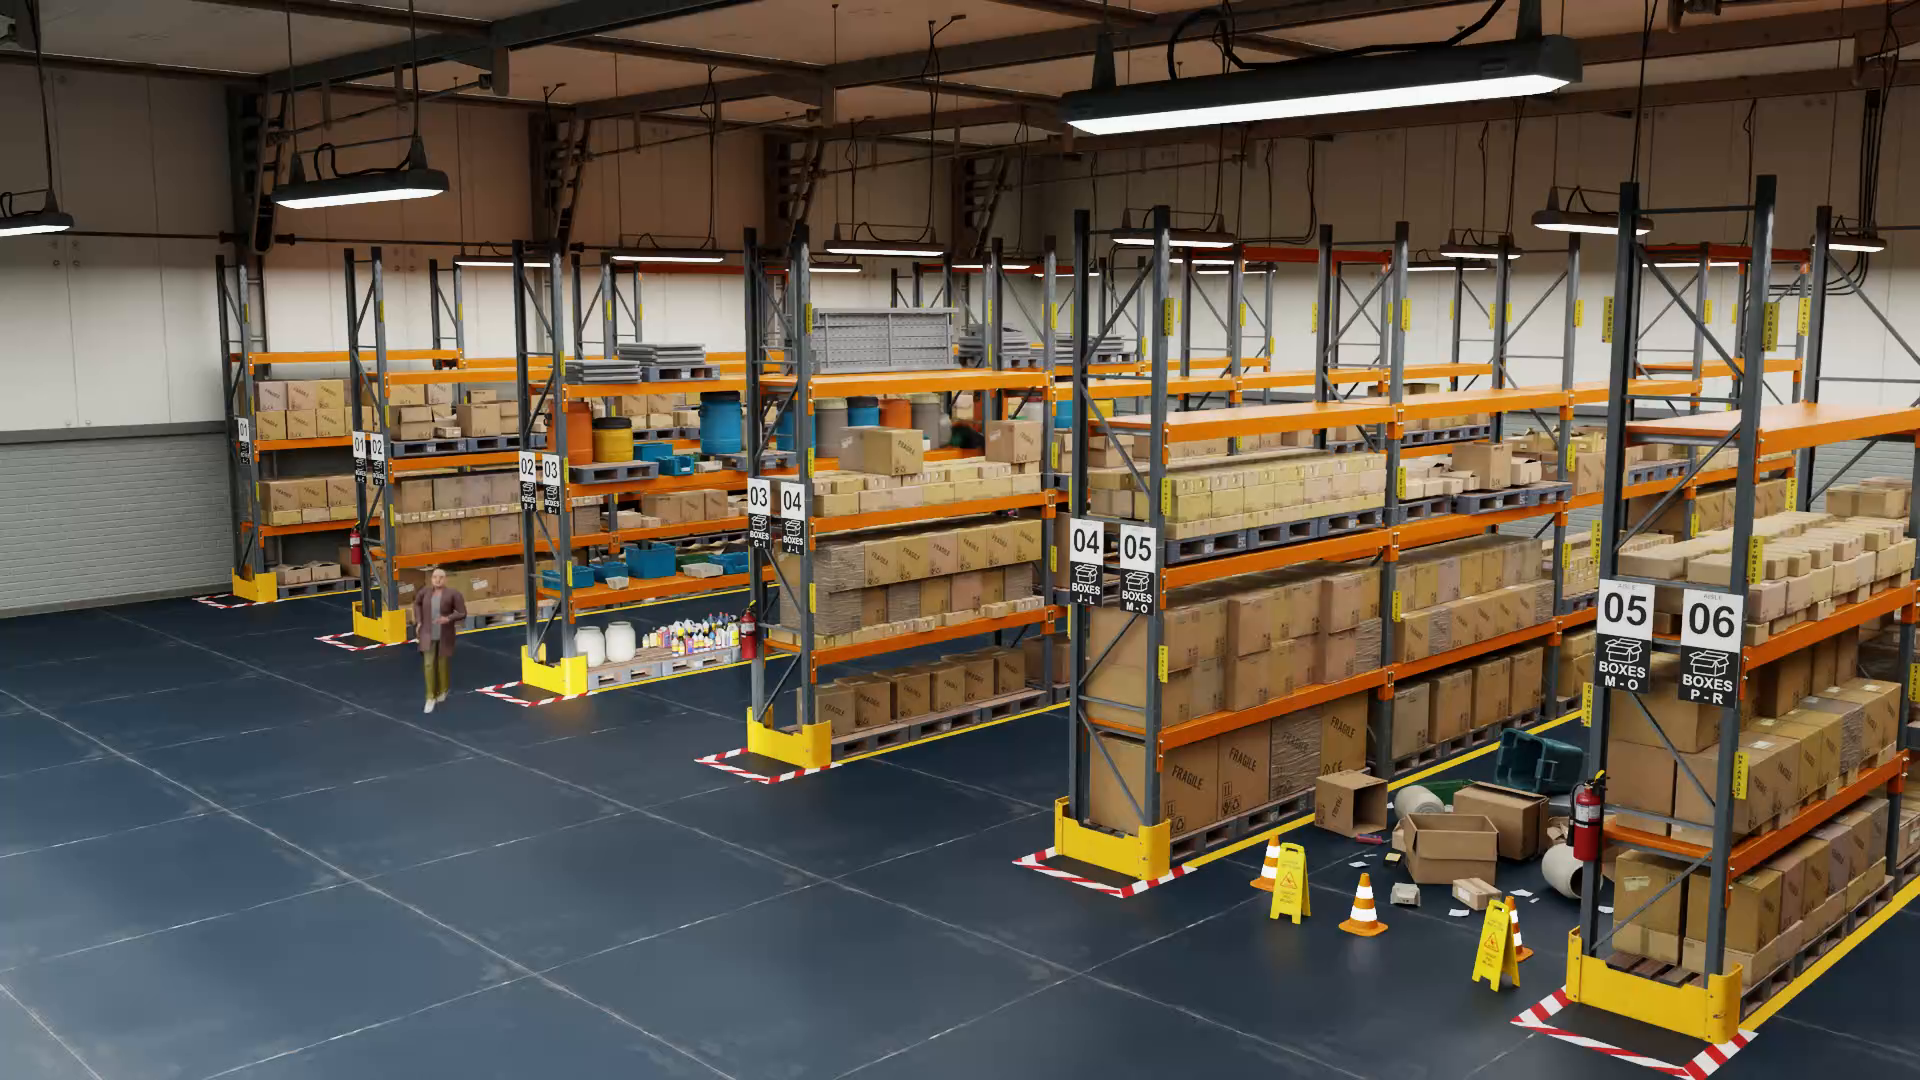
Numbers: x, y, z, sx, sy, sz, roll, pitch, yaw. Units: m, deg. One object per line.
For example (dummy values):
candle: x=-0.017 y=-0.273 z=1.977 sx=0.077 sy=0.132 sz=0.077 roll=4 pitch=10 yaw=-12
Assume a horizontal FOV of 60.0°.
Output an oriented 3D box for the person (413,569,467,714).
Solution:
person: x=-6.686 y=1.263 z=21.383 sx=0.700 sy=1.802 sz=0.827 roll=-1 pitch=8 yaw=-9
